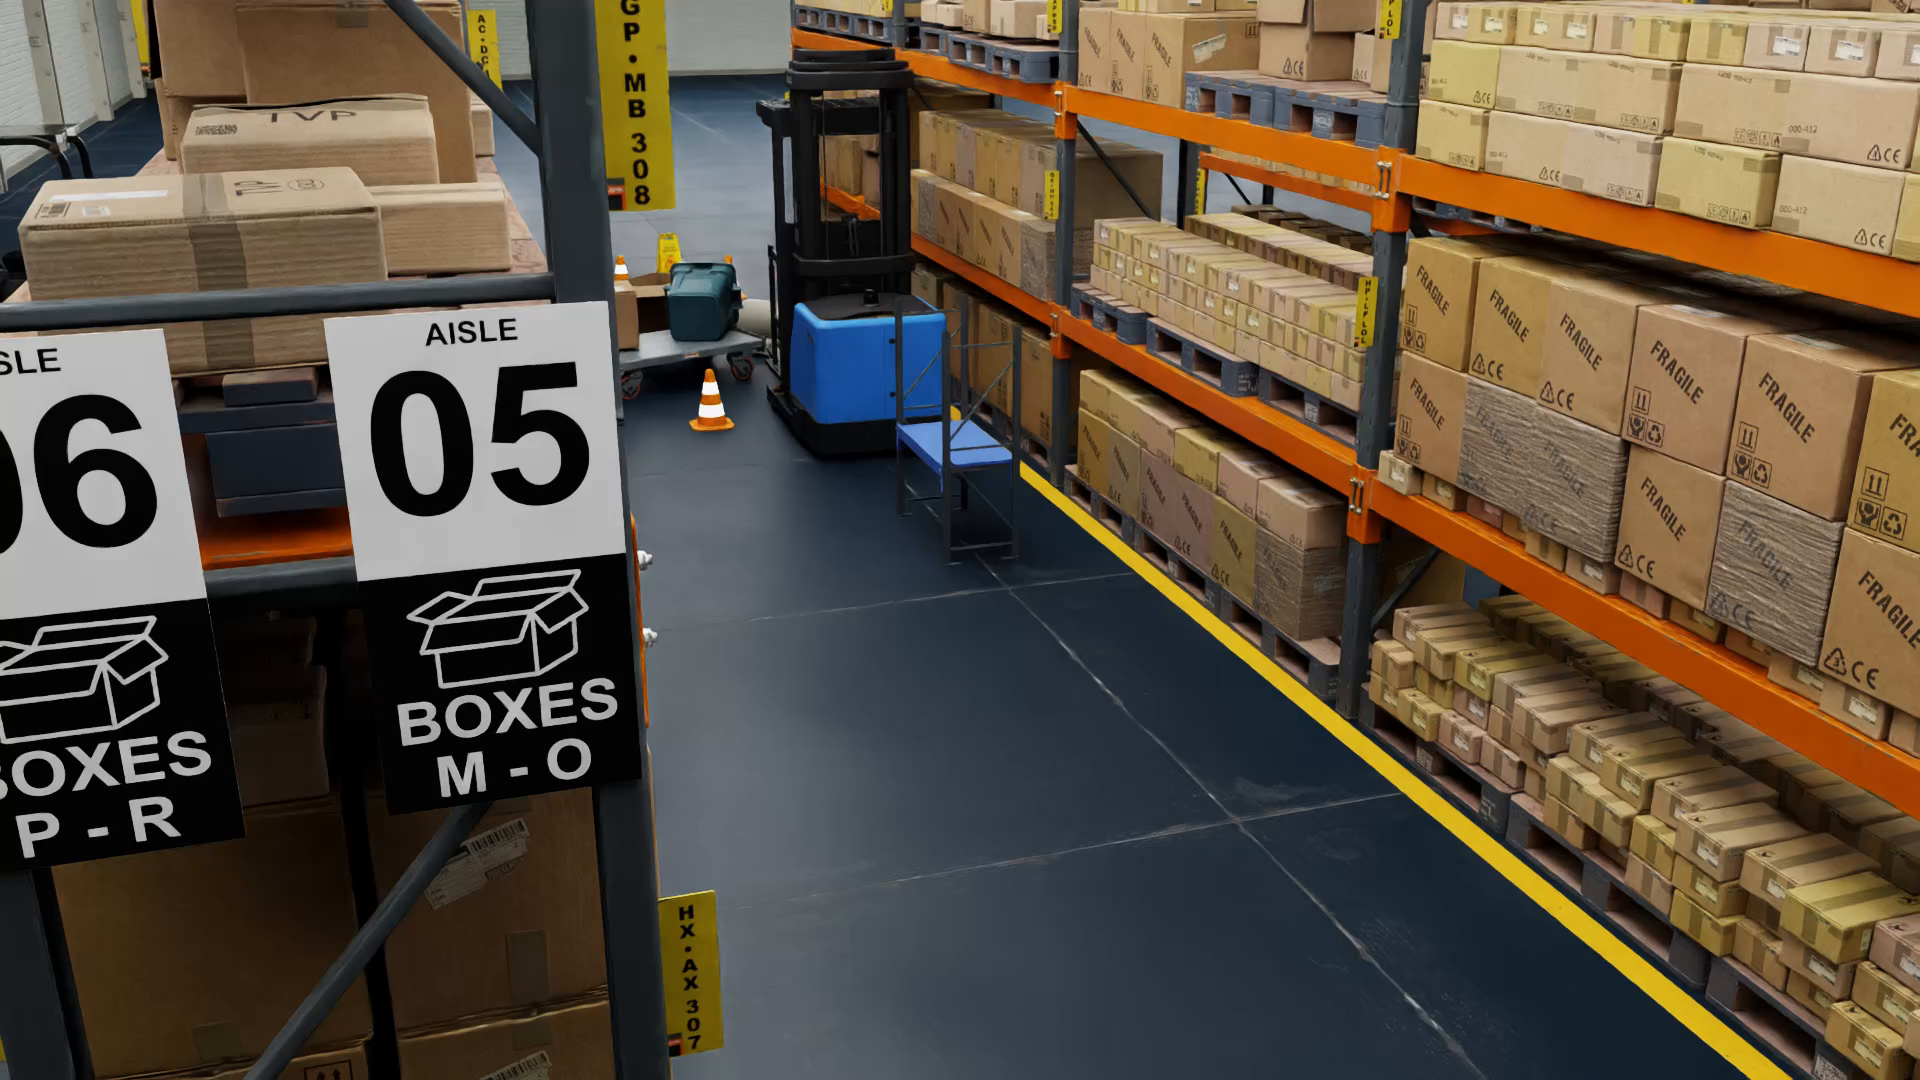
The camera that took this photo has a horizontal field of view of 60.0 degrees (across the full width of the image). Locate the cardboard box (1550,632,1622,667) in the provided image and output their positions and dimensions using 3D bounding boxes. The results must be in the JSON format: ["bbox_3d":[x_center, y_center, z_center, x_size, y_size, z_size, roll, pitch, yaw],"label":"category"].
[{"bbox_3d":[2.968,0.536,7.702,0.380,0.149,0.250,-7,21,-18],"label":"cardboard box"}]

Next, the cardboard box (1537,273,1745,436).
[{"bbox_3d":[2.623,-0.728,6.440,0.500,0.500,0.500,-6,21,-16],"label":"cardboard box"}]

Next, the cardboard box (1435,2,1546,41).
[{"bbox_3d":[2.268,-2.216,7.104,0.380,0.149,0.250,-7,21,-18],"label":"cardboard box"}]

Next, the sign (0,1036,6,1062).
[{"bbox_3d":[-1.523,0.668,2.557,0.100,0.325,0.005,-6,21,-17],"label":"sign"}]

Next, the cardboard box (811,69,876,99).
[{"bbox_3d":[-1.285,-4.878,18.240,0.875,0.550,0.550,-6,21,-17],"label":"cardboard box"}]

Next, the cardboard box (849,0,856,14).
[{"bbox_3d":[-0.845,-5.085,15.802,0.380,0.149,0.250,-6,21,-16],"label":"cardboard box"}]

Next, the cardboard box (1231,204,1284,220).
[{"bbox_3d":[3.555,-3.736,19.956,0.500,0.500,0.500,-3,20,-7],"label":"cardboard box"}]

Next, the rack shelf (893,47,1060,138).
[{"bbox_3d":[0.521,-3.570,13.044,1.077,0.370,4.000,-6,21,-17],"label":"rack shelf"}]

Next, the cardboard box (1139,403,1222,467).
[{"bbox_3d":[1.439,-0.659,10.281,0.500,0.250,0.500,-6,21,-17],"label":"cardboard box"}]

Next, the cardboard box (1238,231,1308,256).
[{"bbox_3d":[1.985,-1.855,10.515,0.380,0.149,0.250,-6,21,-16],"label":"cardboard box"}]

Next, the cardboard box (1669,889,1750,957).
[{"bbox_3d":[2.892,1.391,6.202,0.380,0.149,0.250,-7,21,-20],"label":"cardboard box"}]

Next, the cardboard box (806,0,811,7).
[{"bbox_3d":[-1.403,-5.654,17.385,0.380,0.149,0.250,-6,21,-17],"label":"cardboard box"}]

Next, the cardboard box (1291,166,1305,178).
[{"bbox_3d":[3.828,-4.035,18.086,0.380,0.149,0.250,-6,21,-17],"label":"cardboard box"}]

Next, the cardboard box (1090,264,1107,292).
[{"bbox_3d":[1.098,-1.769,11.155,0.380,0.149,0.250,-7,21,-18],"label":"cardboard box"}]

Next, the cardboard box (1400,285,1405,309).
[{"bbox_3d":[2.548,-1.277,8.905,0.380,0.149,0.250,-6,21,-17],"label":"cardboard box"}]

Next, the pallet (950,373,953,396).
[{"bbox_3d":[0.206,-1.586,15.021,1.003,0.211,1.213,-6,21,-17],"label":"pallet"}]

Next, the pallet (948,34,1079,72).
[{"bbox_3d":[0.542,-3.737,12.726,1.003,0.211,1.213,-5,20,-15],"label":"pallet"}]

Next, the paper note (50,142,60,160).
[{"bbox_3d":[-2.217,-0.953,4.067,0.006,0.032,0.123,-6,21,-17],"label":"paper note"}]

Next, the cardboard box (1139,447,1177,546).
[{"bbox_3d":[1.456,-0.297,10.382,0.500,0.500,0.500,-7,21,-19],"label":"cardboard box"}]

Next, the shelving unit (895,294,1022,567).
[{"bbox_3d":[-0.027,-0.733,10.739,0.538,1.500,1.048,-6,21,-17],"label":"shelving unit"}]

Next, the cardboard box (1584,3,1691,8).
[{"bbox_3d":[2.857,-2.180,7.003,0.380,0.149,0.250,-6,21,-16],"label":"cardboard box"}]

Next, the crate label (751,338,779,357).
[{"bbox_3d":[-1.839,-1.835,15.824,0.250,0.136,0.298,12,23,30],"label":"crate label"}]

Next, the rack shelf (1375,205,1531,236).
[{"bbox_3d":[5.261,-2.653,14.928,1.077,0.370,4.000,-6,21,-17],"label":"rack shelf"}]

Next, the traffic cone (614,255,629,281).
[{"bbox_3d":[-3.726,-2.896,18.294,0.336,0.463,0.334,-6,21,-17],"label":"traffic cone"}]

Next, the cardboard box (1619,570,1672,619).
[{"bbox_3d":[2.773,0.171,6.374,0.380,0.149,0.250,-6,21,-15],"label":"cardboard box"}]

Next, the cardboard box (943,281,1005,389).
[{"bbox_3d":[0.472,-1.778,14.135,1.050,0.750,0.750,-6,21,-17],"label":"cardboard box"}]

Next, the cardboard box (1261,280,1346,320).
[{"bbox_3d":[1.848,-1.292,8.947,0.380,0.149,0.250,-6,21,-17],"label":"cardboard box"}]

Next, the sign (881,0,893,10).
[{"bbox_3d":[-0.634,-4.771,14.443,0.100,0.325,0.005,-6,21,-17],"label":"sign"}]

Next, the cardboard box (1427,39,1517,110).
[{"bbox_3d":[2.330,-1.968,7.002,0.500,0.250,0.500,-6,21,-15],"label":"cardboard box"}]

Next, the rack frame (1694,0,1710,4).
[{"bbox_3d":[5.890,-5.173,12.006,1.000,3.000,0.127,-6,21,-17],"label":"rack frame"}]

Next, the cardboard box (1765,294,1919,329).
[{"bbox_3d":[3.304,-0.611,6.113,0.500,0.500,0.500,-7,21,-19],"label":"cardboard box"}]

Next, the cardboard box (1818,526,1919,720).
[{"bbox_3d":[3.121,0.243,5.215,0.500,0.500,0.500,-7,21,-18],"label":"cardboard box"}]

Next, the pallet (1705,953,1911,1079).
[{"bbox_3d":[3.418,1.736,5.771,1.003,0.211,1.213,-6,21,-17],"label":"pallet"}]

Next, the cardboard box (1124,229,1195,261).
[{"bbox_3d":[1.270,-1.880,10.584,0.380,0.149,0.250,-7,21,-18],"label":"cardboard box"}]

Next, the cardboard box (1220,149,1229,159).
[{"bbox_3d":[3.299,-4.599,19.656,0.380,0.149,0.250,-6,21,-17],"label":"cardboard box"}]

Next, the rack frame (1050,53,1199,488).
[{"bbox_3d":[1.149,-1.855,11.643,1.000,3.000,0.127,-6,21,-17],"label":"rack frame"}]

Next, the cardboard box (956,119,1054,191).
[{"bbox_3d":[0.376,-3.170,13.678,0.700,0.500,0.500,-6,21,-17],"label":"cardboard box"}]

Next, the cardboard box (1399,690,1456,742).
[{"bbox_3d":[2.299,0.809,7.822,0.380,0.149,0.250,-6,21,-16],"label":"cardboard box"}]

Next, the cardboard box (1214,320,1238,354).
[{"bbox_3d":[1.681,-1.175,9.500,0.380,0.149,0.250,-5,20,-15],"label":"cardboard box"}]

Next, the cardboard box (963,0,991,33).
[{"bbox_3d":[0.337,-4.086,12.501,0.500,0.500,0.500,-6,21,-17],"label":"cardboard box"}]

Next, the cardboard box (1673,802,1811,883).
[{"bbox_3d":[2.872,1.107,6.113,0.380,0.149,0.250,-6,21,-15],"label":"cardboard box"}]

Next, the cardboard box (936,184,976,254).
[{"bbox_3d":[0.116,-2.665,13.752,0.500,0.500,0.500,-6,21,-17],"label":"cardboard box"}]

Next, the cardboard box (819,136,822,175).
[{"bbox_3d":[-1.206,-4.378,18.447,0.875,0.550,0.550,-6,21,-17],"label":"cardboard box"}]

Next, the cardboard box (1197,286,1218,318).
[{"bbox_3d":[1.605,-1.398,9.683,0.380,0.149,0.250,-6,21,-15],"label":"cardboard box"}]

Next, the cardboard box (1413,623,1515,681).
[{"bbox_3d":[2.348,0.520,7.747,0.380,0.149,0.250,-5,20,-15],"label":"cardboard box"}]

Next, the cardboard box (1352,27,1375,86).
[{"bbox_3d":[2.329,-2.443,8.355,0.500,0.311,0.500,-7,21,-18],"label":"cardboard box"}]

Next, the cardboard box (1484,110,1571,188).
[{"bbox_3d":[2.468,-1.576,6.651,0.500,0.250,0.500,-7,21,-18],"label":"cardboard box"}]

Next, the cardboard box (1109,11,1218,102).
[{"bbox_3d":[1.240,-2.942,10.085,0.500,0.500,0.500,-6,21,-17],"label":"cardboard box"}]

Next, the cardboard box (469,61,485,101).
[{"bbox_3d":[-1.756,-1.435,5.466,0.396,0.266,0.258,-6,21,-15],"label":"cardboard box"}]

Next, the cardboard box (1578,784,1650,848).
[{"bbox_3d":[2.711,1.076,6.638,0.380,0.149,0.250,-6,21,-17],"label":"cardboard box"}]

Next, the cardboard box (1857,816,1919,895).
[{"bbox_3d":[3.507,1.131,6.045,0.380,0.149,0.250,-7,21,-20],"label":"cardboard box"}]

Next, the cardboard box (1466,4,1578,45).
[{"bbox_3d":[2.322,-2.125,6.851,0.380,0.149,0.250,-7,21,-20],"label":"cardboard box"}]

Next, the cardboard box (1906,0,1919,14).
[{"bbox_3d":[6.552,-3.354,10.605,0.797,0.503,0.637,-7,21,-18],"label":"cardboard box"}]

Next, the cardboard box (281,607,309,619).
[{"bbox_3d":[-1.610,0.116,3.569,0.380,0.149,0.250,-6,21,-16],"label":"cardboard box"}]

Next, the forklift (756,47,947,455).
[{"bbox_3d":[-1.002,-2.484,13.496,1.130,2.935,3.031,-6,21,-16],"label":"forklift"}]

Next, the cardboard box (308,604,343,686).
[{"bbox_3d":[-1.573,0.459,3.574,0.500,0.500,0.500,-6,21,-17],"label":"cardboard box"}]
